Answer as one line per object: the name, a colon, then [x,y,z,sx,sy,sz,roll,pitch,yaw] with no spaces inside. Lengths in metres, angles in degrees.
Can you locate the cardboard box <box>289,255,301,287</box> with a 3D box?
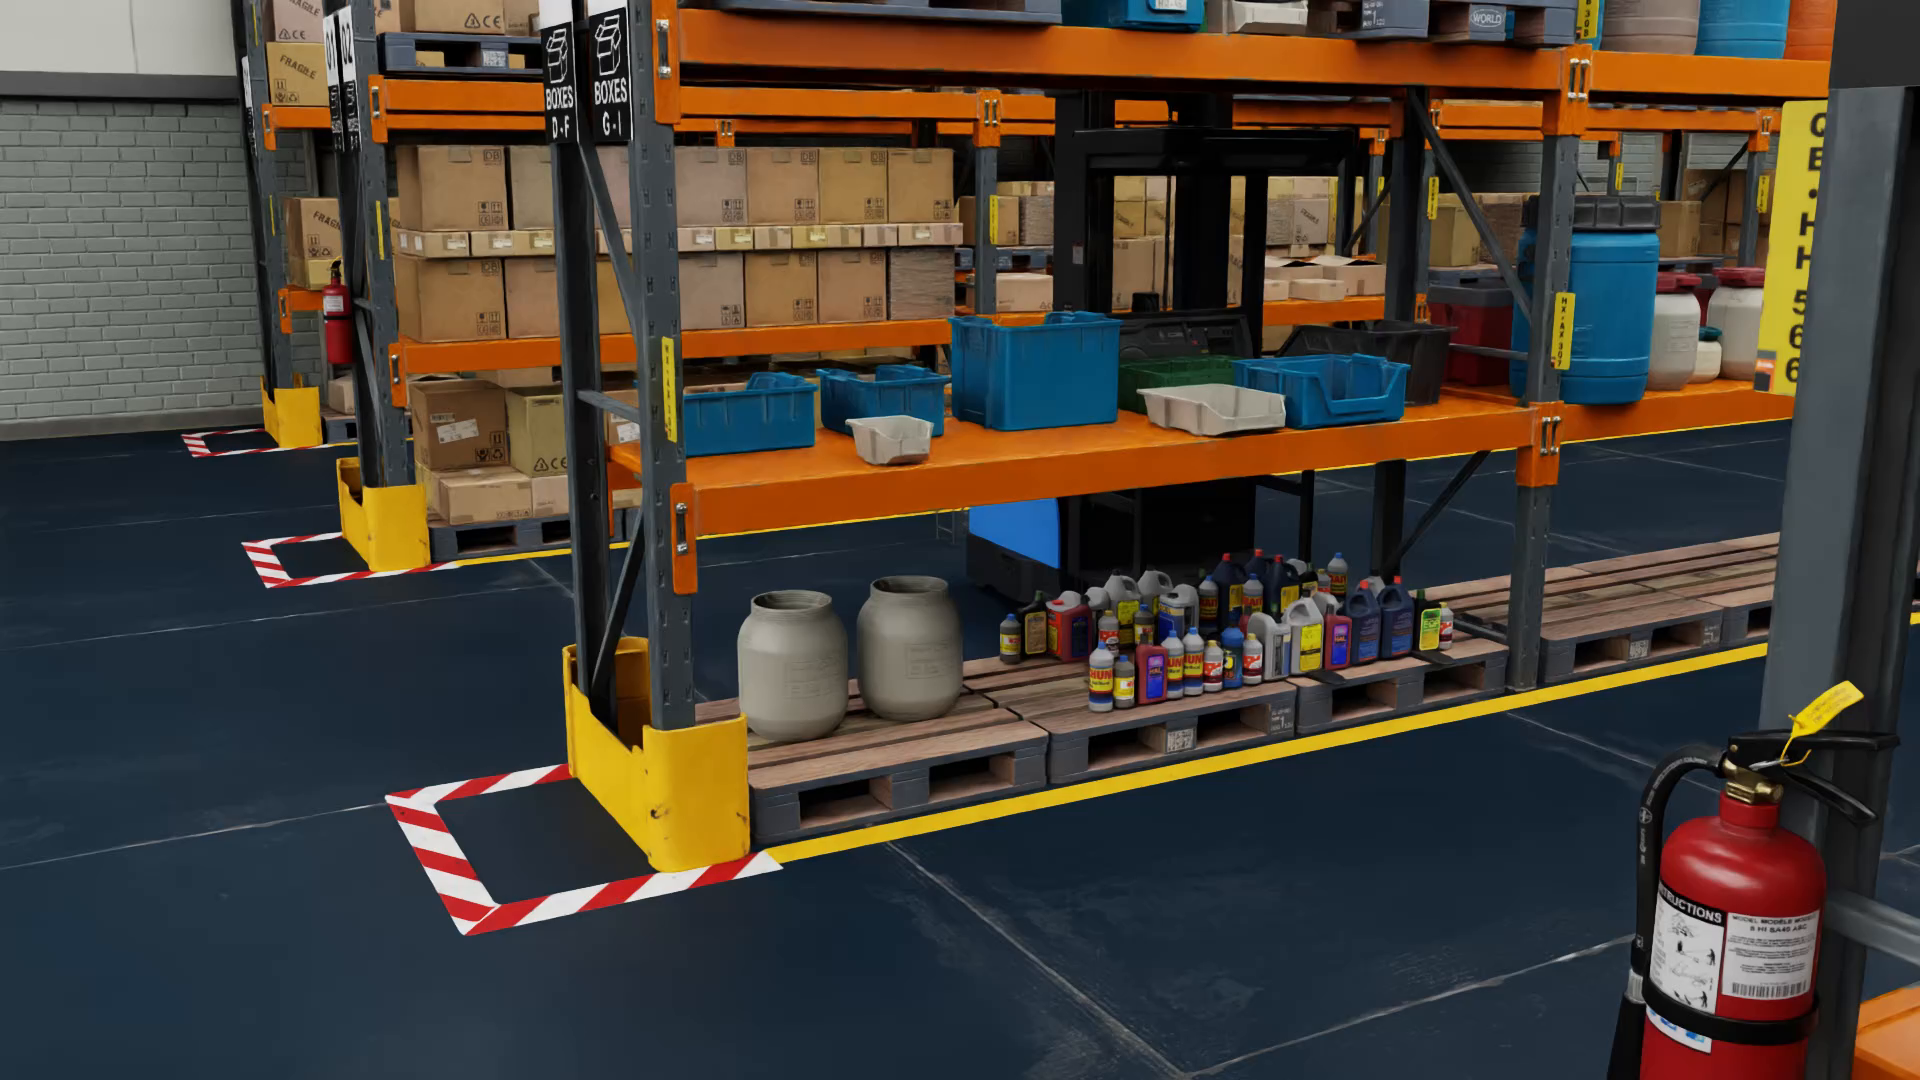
cardboard box: [-5.609,-2.380,14.650,0.500,0.250,0.500,-7,14,-27]

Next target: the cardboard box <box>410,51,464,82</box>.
cardboard box: [-4.571,-3.971,14.318,0.500,0.500,0.500,-6,14,-25]

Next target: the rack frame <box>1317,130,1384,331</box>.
rack frame: [4.606,-3.620,19.861,0.127,3.000,1.000,-7,14,-28]

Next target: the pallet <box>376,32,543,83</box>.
pallet: [-2.917,-2.893,10.000,1.213,0.211,1.003,-7,14,-28]

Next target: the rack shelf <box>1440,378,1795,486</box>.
rack shelf: [4.087,-0.728,8.652,4.000,0.370,1.077,-7,14,-28]

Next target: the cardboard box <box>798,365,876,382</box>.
cardboard box: [-0.786,-0.912,11.427,0.500,0.500,0.500,-7,14,-28]

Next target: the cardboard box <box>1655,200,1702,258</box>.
cardboard box: [6.460,-2.912,15.534,0.700,0.500,0.500,11,17,41]

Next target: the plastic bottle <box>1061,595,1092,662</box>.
plastic bottle: [0.508,0.384,7.255,0.133,0.283,0.061,-7,14,-28]

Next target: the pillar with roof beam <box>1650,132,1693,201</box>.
pillar with roof beam: [12.135,-6.588,19.389,0.400,9.000,9.100,-7,14,-28]

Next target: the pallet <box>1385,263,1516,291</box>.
pallet: [4.033,-2.236,14.149,1.003,0.211,1.213,-7,14,-28]

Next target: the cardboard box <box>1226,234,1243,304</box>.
cardboard box: [2.007,-2.114,12.942,0.500,0.500,0.500,-8,15,-31]

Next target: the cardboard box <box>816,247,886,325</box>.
cardboard box: [-0.885,-1.768,11.405,0.500,0.500,0.700,-7,14,-28]

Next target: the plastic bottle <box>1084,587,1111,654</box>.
plastic bottle: [0.578,0.353,7.412,0.135,0.276,0.152,-7,15,-29]

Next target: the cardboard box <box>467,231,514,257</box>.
cardboard box: [-2.872,-1.796,10.054,0.250,0.149,0.380,-7,15,-29]

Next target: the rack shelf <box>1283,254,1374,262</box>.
rack shelf: [2.851,-3.058,19.005,4.000,0.370,1.077,-7,14,-28]

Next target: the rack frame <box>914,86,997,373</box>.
rack frame: [-0.039,-1.824,11.881,0.127,3.000,1.000,-7,14,-28]

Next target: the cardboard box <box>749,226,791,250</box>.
cardboard box: [-1.290,-1.986,10.896,0.250,0.149,0.380,-6,14,-26]

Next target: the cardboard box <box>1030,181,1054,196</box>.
cardboard box: [0.807,-3.737,17.674,0.250,0.149,0.380,-9,16,-35]

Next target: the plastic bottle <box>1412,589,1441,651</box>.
plastic bottle: [2.067,0.356,7.380,0.133,0.283,0.061,-6,14,-25]

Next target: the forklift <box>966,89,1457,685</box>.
forklift: [1.165,-0.941,8.113,1.130,2.935,3.031,-7,14,-27]

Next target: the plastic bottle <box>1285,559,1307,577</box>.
plastic bottle: [1.571,0.234,7.941,0.135,0.276,0.152,-6,14,-26]

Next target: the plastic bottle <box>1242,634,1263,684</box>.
plastic bottle: [1.217,0.493,6.957,0.097,0.201,0.097,0,13,0]

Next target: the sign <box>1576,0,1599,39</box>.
sign: [2.585,-2.229,6.831,0.005,0.325,0.100,-7,14,-28]

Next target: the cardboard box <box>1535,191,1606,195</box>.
cardboard box: [7.674,-4.131,21.451,0.700,0.700,0.980,-6,14,-25]

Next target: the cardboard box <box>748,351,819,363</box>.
cardboard box: [-1.778,-1.854,16.706,0.500,0.500,0.700,-6,14,-26]

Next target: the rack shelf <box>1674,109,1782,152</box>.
rack shelf: [8.738,-3.988,16.306,4.000,0.370,1.077,-7,14,-28]

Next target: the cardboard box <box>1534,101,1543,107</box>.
cardboard box: [4.743,-3.918,14.125,0.500,0.500,0.910,-7,14,-28]

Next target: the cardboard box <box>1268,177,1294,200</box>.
cardboard box: [3.417,-3.985,18.826,0.500,0.250,0.500,-7,14,-27]

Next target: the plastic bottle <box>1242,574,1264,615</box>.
plastic bottle: [1.354,0.291,7.696,0.097,0.271,0.097,0,13,0]

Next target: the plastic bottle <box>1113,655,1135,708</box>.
plastic bottle: [0.652,0.561,6.656,0.097,0.201,0.097,0,13,0]

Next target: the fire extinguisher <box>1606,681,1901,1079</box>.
fire extinguisher: [0.872,0.467,1.876,0.183,0.674,0.296,-7,14,-28]

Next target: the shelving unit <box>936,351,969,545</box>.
shelving unit: [-0.013,-0.584,10.471,0.189,1.200,0.258,-7,14,-28]

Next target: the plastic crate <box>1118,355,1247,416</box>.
plastic crate: [1.004,-0.677,7.268,0.662,0.188,0.450,-7,14,-28]

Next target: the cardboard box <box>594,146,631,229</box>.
cardboard box: [-2.187,-2.246,10.577,0.500,0.500,0.700,-7,14,-28]

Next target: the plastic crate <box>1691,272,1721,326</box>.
plastic crate: [4.277,-1.210,9.007,0.583,0.464,0.402,-7,14,-28]

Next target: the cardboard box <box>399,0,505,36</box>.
cardboard box: [-3.044,-3.250,9.874,0.637,0.503,0.797,-6,14,-24]

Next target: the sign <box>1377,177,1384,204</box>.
sign: [4.875,-4.042,19.283,0.005,0.325,0.100,-7,14,-28]

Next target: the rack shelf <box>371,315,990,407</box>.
rack shelf: [-1.795,-1.262,11.025,4.000,0.370,1.077,-7,14,-28]

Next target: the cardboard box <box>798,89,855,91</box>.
cardboard box: [-1.357,-4.510,16.231,0.500,0.311,0.500,-6,14,-26]

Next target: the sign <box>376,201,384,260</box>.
sign: [-3.289,-1.756,9.430,0.005,0.325,0.100,-7,14,-28]

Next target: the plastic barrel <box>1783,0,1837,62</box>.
plastic barrel: [4.443,-2.849,8.627,0.708,0.830,0.600,-7,14,-28]

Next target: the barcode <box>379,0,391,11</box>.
barcode: [-3.516,-3.274,10.173,0.075,0.075,0.001,-7,14,-28]

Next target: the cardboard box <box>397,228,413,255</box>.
cardboard box: [-3.306,-1.845,10.271,0.250,0.149,0.380,-7,15,-29]

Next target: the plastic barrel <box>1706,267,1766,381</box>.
plastic barrel: [3.920,-1.071,8.225,0.433,0.535,0.433,0,13,0]

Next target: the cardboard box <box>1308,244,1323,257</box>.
cardboard box: [3.986,-3.367,19.265,0.250,0.149,0.380,-6,14,-26]

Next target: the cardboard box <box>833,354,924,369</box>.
cardboard box: [-0.596,-1.065,12.106,0.500,0.500,0.500,-7,14,-28]

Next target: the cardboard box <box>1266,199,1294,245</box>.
cardboard box: [3.434,-3.619,18.909,0.500,0.500,0.500,-7,14,-28]

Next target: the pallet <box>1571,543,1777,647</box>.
pallet: [4.074,0.272,8.919,1.213,0.211,1.003,-7,14,-28]

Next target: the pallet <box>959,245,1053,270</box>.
pallet: [0.521,-3.010,17.588,1.003,0.211,1.213,-7,14,-28]

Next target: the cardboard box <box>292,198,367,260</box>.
cardboard box: [-5.364,-2.652,14.149,0.500,0.500,0.500,-7,14,-28]

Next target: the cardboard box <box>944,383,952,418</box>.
cardboard box: [0.179,-1.059,12.510,0.500,0.311,0.500,-7,14,-28]

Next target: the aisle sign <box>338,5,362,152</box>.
aisle sign: [-3.461,-2.605,9.433,0.004,0.787,0.394,-7,14,-28]
